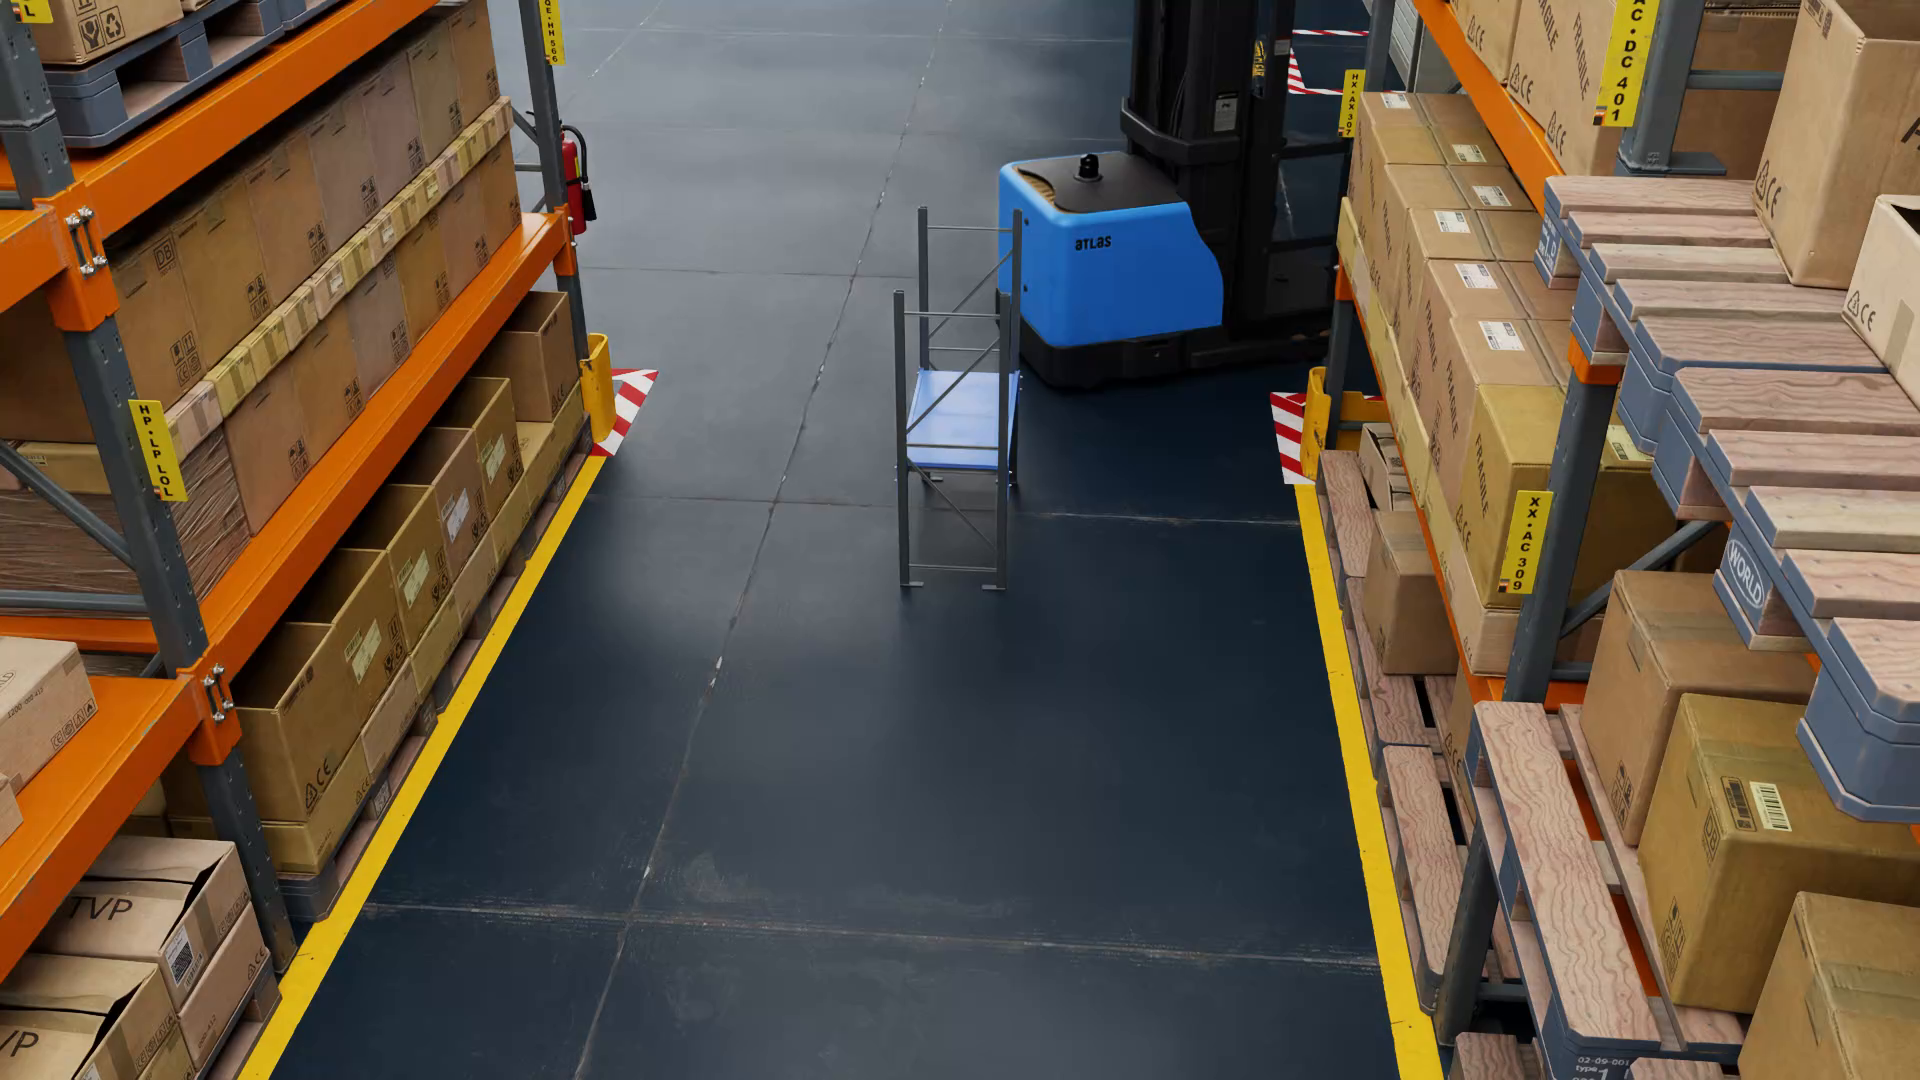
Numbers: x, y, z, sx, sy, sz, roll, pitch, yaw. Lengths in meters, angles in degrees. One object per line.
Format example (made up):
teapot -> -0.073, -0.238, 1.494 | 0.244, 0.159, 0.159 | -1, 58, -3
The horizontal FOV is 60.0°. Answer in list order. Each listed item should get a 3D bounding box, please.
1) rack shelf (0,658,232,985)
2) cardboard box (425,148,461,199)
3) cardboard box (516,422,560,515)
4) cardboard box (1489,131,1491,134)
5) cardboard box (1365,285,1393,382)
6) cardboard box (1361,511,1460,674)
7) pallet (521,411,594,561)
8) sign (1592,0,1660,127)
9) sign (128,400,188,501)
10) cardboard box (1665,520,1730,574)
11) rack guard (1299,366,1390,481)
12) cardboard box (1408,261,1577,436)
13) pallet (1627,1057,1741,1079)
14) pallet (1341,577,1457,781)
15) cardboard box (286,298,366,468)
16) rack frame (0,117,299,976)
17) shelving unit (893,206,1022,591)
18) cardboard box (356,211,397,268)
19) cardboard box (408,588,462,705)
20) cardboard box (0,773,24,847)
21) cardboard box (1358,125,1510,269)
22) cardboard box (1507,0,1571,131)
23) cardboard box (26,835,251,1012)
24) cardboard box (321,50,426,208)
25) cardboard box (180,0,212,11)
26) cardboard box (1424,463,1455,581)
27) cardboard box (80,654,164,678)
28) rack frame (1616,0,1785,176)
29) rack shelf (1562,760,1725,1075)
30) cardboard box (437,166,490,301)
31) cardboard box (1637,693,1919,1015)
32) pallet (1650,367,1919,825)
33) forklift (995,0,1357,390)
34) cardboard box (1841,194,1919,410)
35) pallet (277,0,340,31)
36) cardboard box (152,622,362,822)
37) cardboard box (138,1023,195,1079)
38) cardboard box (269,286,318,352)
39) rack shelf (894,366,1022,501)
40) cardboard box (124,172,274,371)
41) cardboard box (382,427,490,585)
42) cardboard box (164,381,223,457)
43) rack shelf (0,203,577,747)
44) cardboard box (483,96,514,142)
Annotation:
rack shelf -> -3.009, 1.539, 3.580 | 1.077, 0.370, 4.000 | 2, 32, 4
cardboard box -> -2.425, -1.614, 7.296 | 0.380, 0.149, 0.250 | 3, 32, 5
cardboard box -> -2.299, -0.358, 8.193 | 0.500, 0.250, 0.500 | 2, 32, 4
cardboard box -> 2.590, -1.704, 7.564 | 0.500, 0.500, 0.500 | 2, 32, 3
cardboard box -> 1.985, -0.860, 6.910 | 0.500, 0.250, 0.500 | 2, 32, 3
cardboard box -> 2.115, 0.219, 6.999 | 0.700, 0.500, 0.500 | 1, 32, 1
pallet -> -2.541, -0.316, 8.562 | 1.003, 0.211, 1.213 | 2, 32, 4
sign -> 1.550, -1.120, 3.856 | 0.100, 0.325, 0.005 | 2, 32, 4
sign -> -2.305, -0.254, 4.776 | 0.100, 0.325, 0.005 | 2, 32, 4
cardboard box -> 2.338, -0.104, 4.969 | 0.500, 0.500, 0.500 | 2, 32, 3
rack guard -> 2.411, -0.591, 8.733 | 1.175, 0.500, 0.348 | 2, 32, 4
cardboard box -> 1.908, -0.652, 5.858 | 0.500, 0.500, 0.500 | 2, 32, 3
pallet -> 1.886, 1.533, 3.087 | 1.003, 0.211, 1.213 | 2, 32, 4
pallet -> 2.207, 0.591, 7.090 | 1.003, 0.211, 1.213 | 2, 32, 4
cardboard box -> -2.735, -0.626, 6.312 | 0.700, 0.500, 0.500 | 3, 32, 5
rack frame -> -2.846, 0.187, 5.088 | 1.000, 3.000, 0.127 | 2, 32, 4
shelving unit -> 0.007, -0.683, 7.929 | 0.538, 1.500, 1.048 | 2, 32, 4
cardboard box -> -2.486, -1.205, 6.632 | 0.380, 0.149, 0.250 | 2, 32, 3
cardboard box -> -2.415, 0.427, 6.919 | 0.500, 0.250, 0.500 | 2, 32, 4
cardboard box -> -2.735, 0.712, 4.364 | 0.396, 0.266, 0.258 | 2, 32, 3
cardboard box -> 2.028, -1.464, 7.176 | 0.500, 0.500, 0.500 | 3, 32, 4
cardboard box -> 1.940, -1.470, 4.803 | 0.500, 0.500, 0.500 | 0, 32, 0
cardboard box -> -2.594, 1.164, 5.189 | 0.500, 0.311, 0.500 | 2, 32, 4
cardboard box -> -2.653, -1.690, 6.801 | 0.700, 0.500, 0.500 | 3, 32, 4
cardboard box -> -2.499, -1.825, 5.045 | 0.500, 0.311, 0.500 | 1, 32, 1
cardboard box -> 1.876, -0.069, 5.627 | 0.500, 0.250, 0.500 | 3, 32, 4
cardboard box -> -2.974, 0.346, 6.334 | 0.500, 0.500, 0.500 | 2, 32, 4
rack frame -> 2.091, -2.158, 3.174 | 1.000, 3.000, 0.127 | 2, 32, 4
rack shelf -> 1.928, 1.748, 3.239 | 1.077, 0.370, 4.000 | 2, 32, 4
cardboard box -> -2.610, -1.429, 7.615 | 0.700, 0.500, 0.500 | 3, 32, 5
cardboard box -> 1.963, 0.723, 3.703 | 0.700, 0.500, 0.500 | 6, 32, 9
pallet -> 1.853, 0.060, 2.613 | 1.213, 0.211, 1.003 | 2, 32, 4
forklift -> 1.795, -2.563, 9.616 | 3.031, 2.935, 1.130 | -10, 33, -15
cardboard box -> 1.917, -0.417, 2.893 | 0.500, 0.311, 0.500 | 3, 32, 6
pallet -> -2.701, -2.136, 6.082 | 1.003, 0.211, 1.213 | 2, 32, 4
cardboard box -> -2.497, 0.630, 5.874 | 0.500, 0.500, 0.500 | 2, 32, 4
cardboard box -> -2.634, 1.672, 4.898 | 0.500, 0.250, 0.500 | 2, 32, 3
cardboard box -> -2.549, -0.798, 5.973 | 0.380, 0.149, 0.250 | 1, 32, 2
rack shelf -> 0.007, -0.530, 8.023 | 0.538, 0.185, 1.000 | 2, 32, 4
cardboard box -> -2.777, -0.905, 5.527 | 0.700, 0.500, 0.500 | 2, 32, 4
cardboard box -> -2.377, -0.154, 7.147 | 0.500, 0.500, 0.500 | 2, 32, 4
cardboard box -> -2.611, -0.395, 5.319 | 0.380, 0.149, 0.250 | 3, 32, 5
rack shelf -> -2.684, -0.553, 6.974 | 1.077, 0.370, 4.000 | 2, 32, 4
cardboard box -> -2.362, -2.016, 7.948 | 0.380, 0.149, 0.250 | 2, 32, 3
